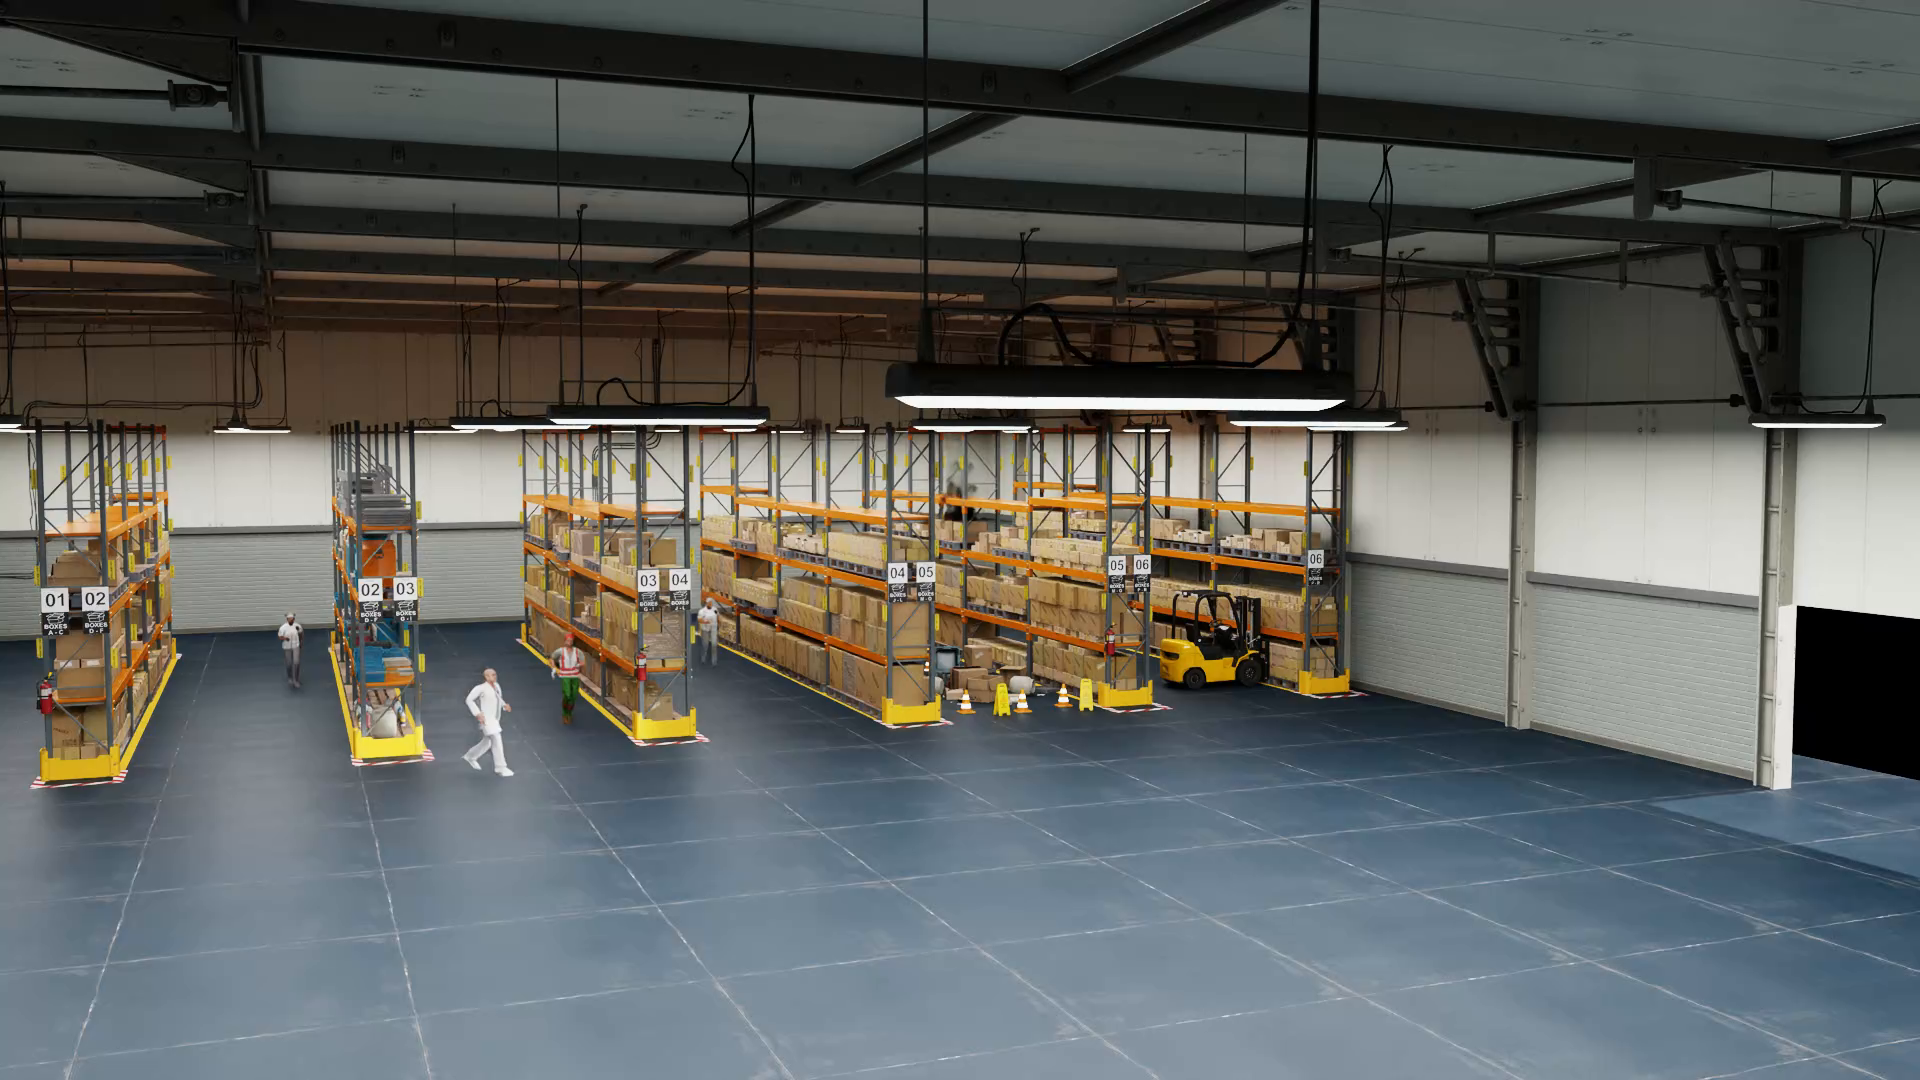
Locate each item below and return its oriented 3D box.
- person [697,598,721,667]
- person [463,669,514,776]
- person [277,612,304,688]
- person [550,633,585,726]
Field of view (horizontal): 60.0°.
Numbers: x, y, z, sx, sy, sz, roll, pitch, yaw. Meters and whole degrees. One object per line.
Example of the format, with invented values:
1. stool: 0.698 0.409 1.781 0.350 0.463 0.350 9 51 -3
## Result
1. person: -6.289 2.304 41.655 0.619 1.722 0.775 -1 4 -21
2. person: -8.000 3.032 28.173 0.986 1.716 0.712 1 4 13
3. person: -15.289 2.508 37.973 0.538 1.752 0.766 -1 4 -22
4. person: -7.767 2.765 33.062 0.645 1.818 0.738 -2 4 -30
